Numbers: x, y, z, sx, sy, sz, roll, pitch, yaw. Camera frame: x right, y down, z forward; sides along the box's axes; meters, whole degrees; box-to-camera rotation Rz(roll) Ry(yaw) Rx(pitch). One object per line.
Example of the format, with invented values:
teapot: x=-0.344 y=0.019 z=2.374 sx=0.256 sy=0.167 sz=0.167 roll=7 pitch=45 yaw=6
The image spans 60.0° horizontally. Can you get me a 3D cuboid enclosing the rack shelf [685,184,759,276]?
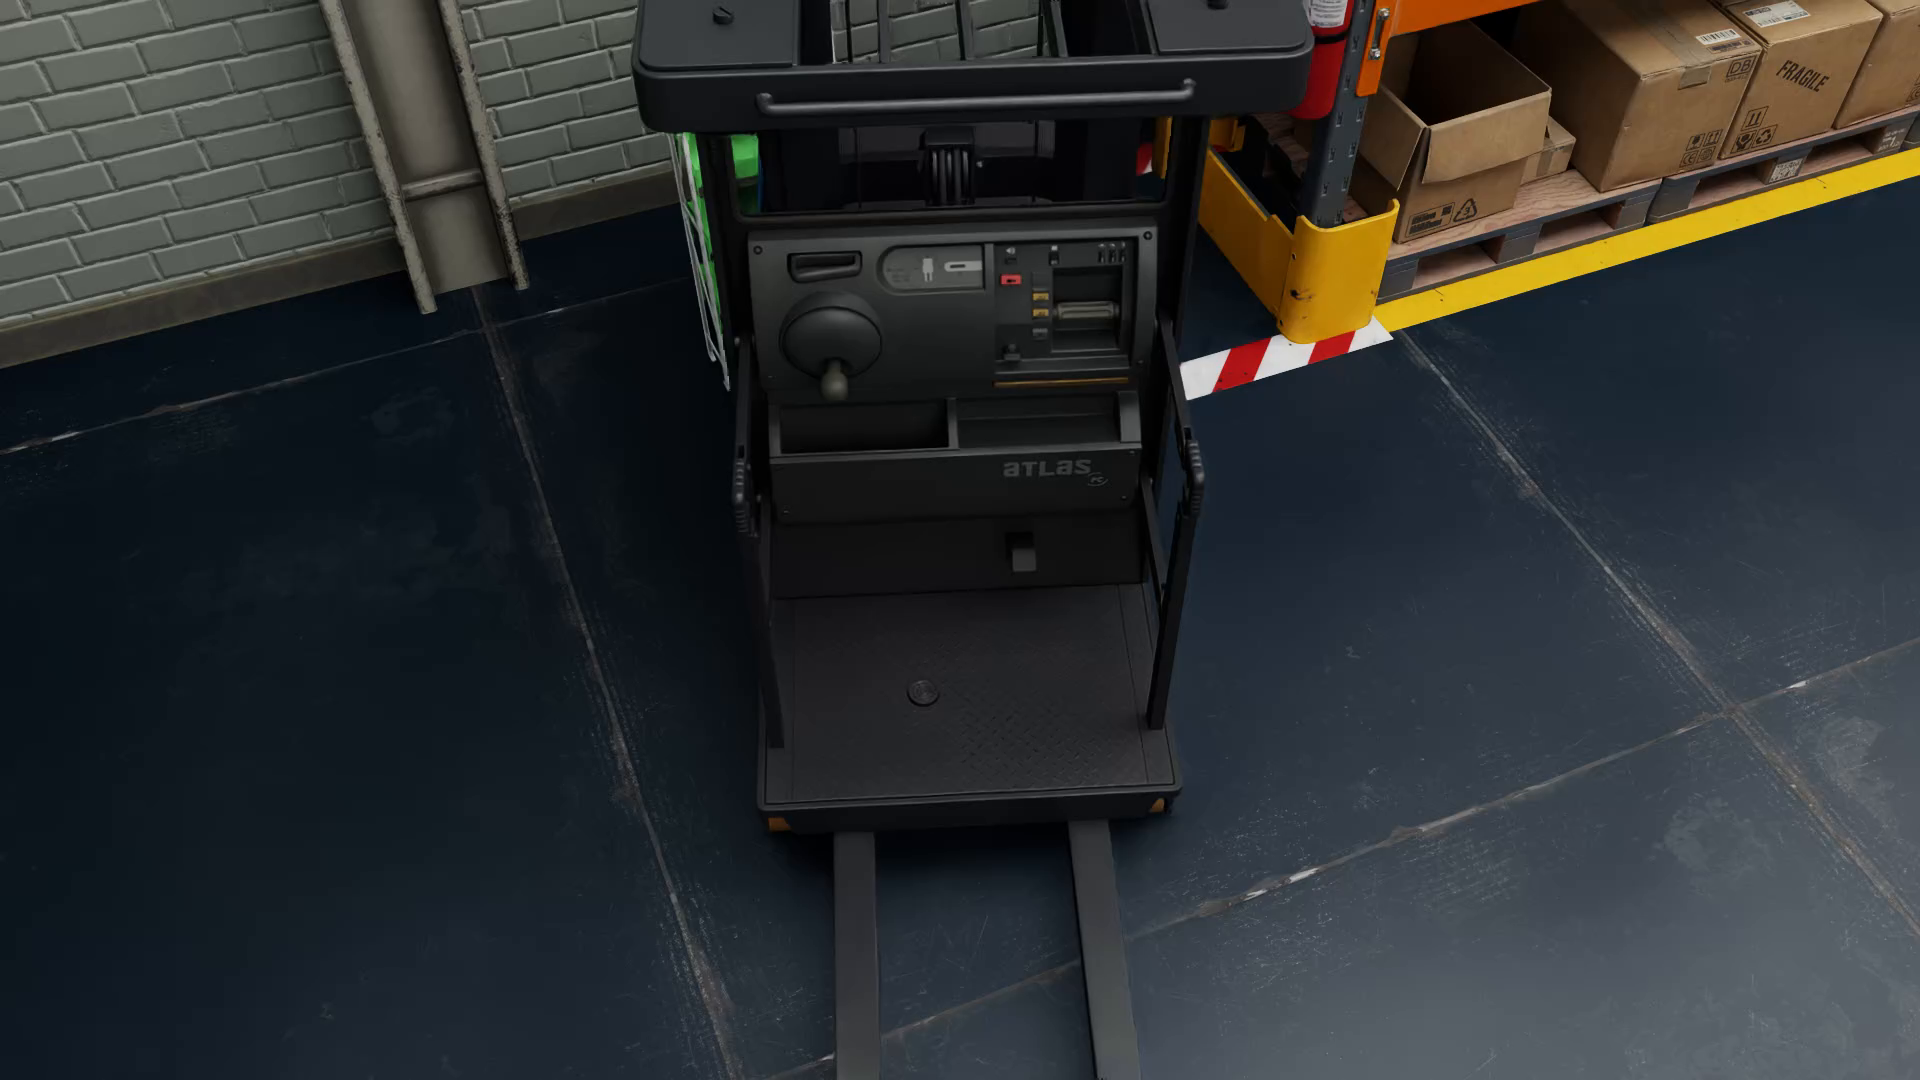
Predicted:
rack shelf: x=-0.628 y=-1.046 z=5.423 sx=0.480 sy=0.148 sz=0.258 roll=-18 pitch=44 yaw=-15

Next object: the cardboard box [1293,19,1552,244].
cardboard box: x=1.639 y=-1.520 z=5.947 sx=0.637 sy=0.503 sz=0.797 roll=-19 pitch=52 yaw=-16

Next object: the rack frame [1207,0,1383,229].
rack frame: x=1.037 y=-2.087 z=5.065 sx=0.127 sy=3.000 sz=1.000 roll=-17 pitch=52 yaw=-14

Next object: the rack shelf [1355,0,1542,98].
rack shelf: x=2.889 y=-2.427 z=5.831 sx=4.000 sy=0.370 sz=1.077 roll=-17 pitch=52 yaw=-14

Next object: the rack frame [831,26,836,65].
rack frame: x=-0.406 y=-1.165 z=5.442 sx=0.015 sy=1.200 sz=0.240 roll=-18 pitch=44 yaw=-15

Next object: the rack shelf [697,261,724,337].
rack shelf: x=-0.616 y=-0.869 z=5.585 sx=0.480 sy=0.148 sz=0.258 roll=-18 pitch=44 yaw=-15

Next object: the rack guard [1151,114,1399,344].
rack guard: x=1.108 y=-1.295 z=6.032 sx=0.348 sy=0.500 sz=1.175 roll=-17 pitch=52 yaw=-14

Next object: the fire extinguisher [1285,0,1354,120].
fire extinguisher: x=1.076 y=-1.574 z=4.921 sx=0.183 sy=0.674 sz=0.296 roll=-17 pitch=52 yaw=-14

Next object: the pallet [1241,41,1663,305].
pallet: x=1.845 y=-1.430 z=6.339 sx=1.213 sy=0.211 sz=1.003 roll=-17 pitch=52 yaw=-14

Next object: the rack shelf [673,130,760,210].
rack shelf: x=-0.640 y=-1.223 z=5.262 sx=0.480 sy=0.148 sz=0.258 roll=-18 pitch=44 yaw=-15

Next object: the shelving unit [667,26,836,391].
shelving unit: x=-0.631 y=-1.093 z=5.380 sx=0.503 sy=1.200 sz=0.258 roll=-18 pitch=44 yaw=-15

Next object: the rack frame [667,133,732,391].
rack frame: x=-0.856 y=-1.022 z=5.318 sx=0.015 sy=1.200 sz=0.240 roll=-18 pitch=44 yaw=-15

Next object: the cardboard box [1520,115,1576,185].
cardboard box: x=2.047 y=-1.499 z=6.162 sx=0.250 sy=0.149 sz=0.380 roll=-19 pitch=52 yaw=-16

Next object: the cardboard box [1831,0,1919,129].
cardboard box: x=3.406 y=-2.034 z=6.391 sx=0.500 sy=0.500 sz=0.700 roll=-19 pitch=52 yaw=-16

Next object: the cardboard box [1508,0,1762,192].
cardboard box: x=2.445 y=-1.737 z=6.135 sx=0.500 sy=0.500 sz=0.700 roll=-15 pitch=51 yaw=-13

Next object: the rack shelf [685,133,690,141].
rack shelf: x=-0.652 y=-1.400 z=5.100 sx=0.480 sy=0.148 sz=0.258 roll=-18 pitch=44 yaw=-15

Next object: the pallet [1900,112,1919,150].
pallet: x=4.104 y=-2.130 z=6.940 sx=1.213 sy=0.211 sz=1.003 roll=-17 pitch=52 yaw=-14

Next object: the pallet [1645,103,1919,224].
pallet: x=2.973 y=-1.777 z=6.637 sx=1.213 sy=0.211 sz=1.003 roll=-17 pitch=52 yaw=-14

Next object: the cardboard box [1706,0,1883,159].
cardboard box: x=2.973 y=-1.818 z=6.205 sx=0.500 sy=0.500 sz=0.500 roll=-16 pitch=51 yaw=-14

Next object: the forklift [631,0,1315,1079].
forklift: x=0.001 y=-0.423 z=3.682 sx=1.130 sy=2.935 sz=3.031 roll=-2 pitch=49 yaw=-2
